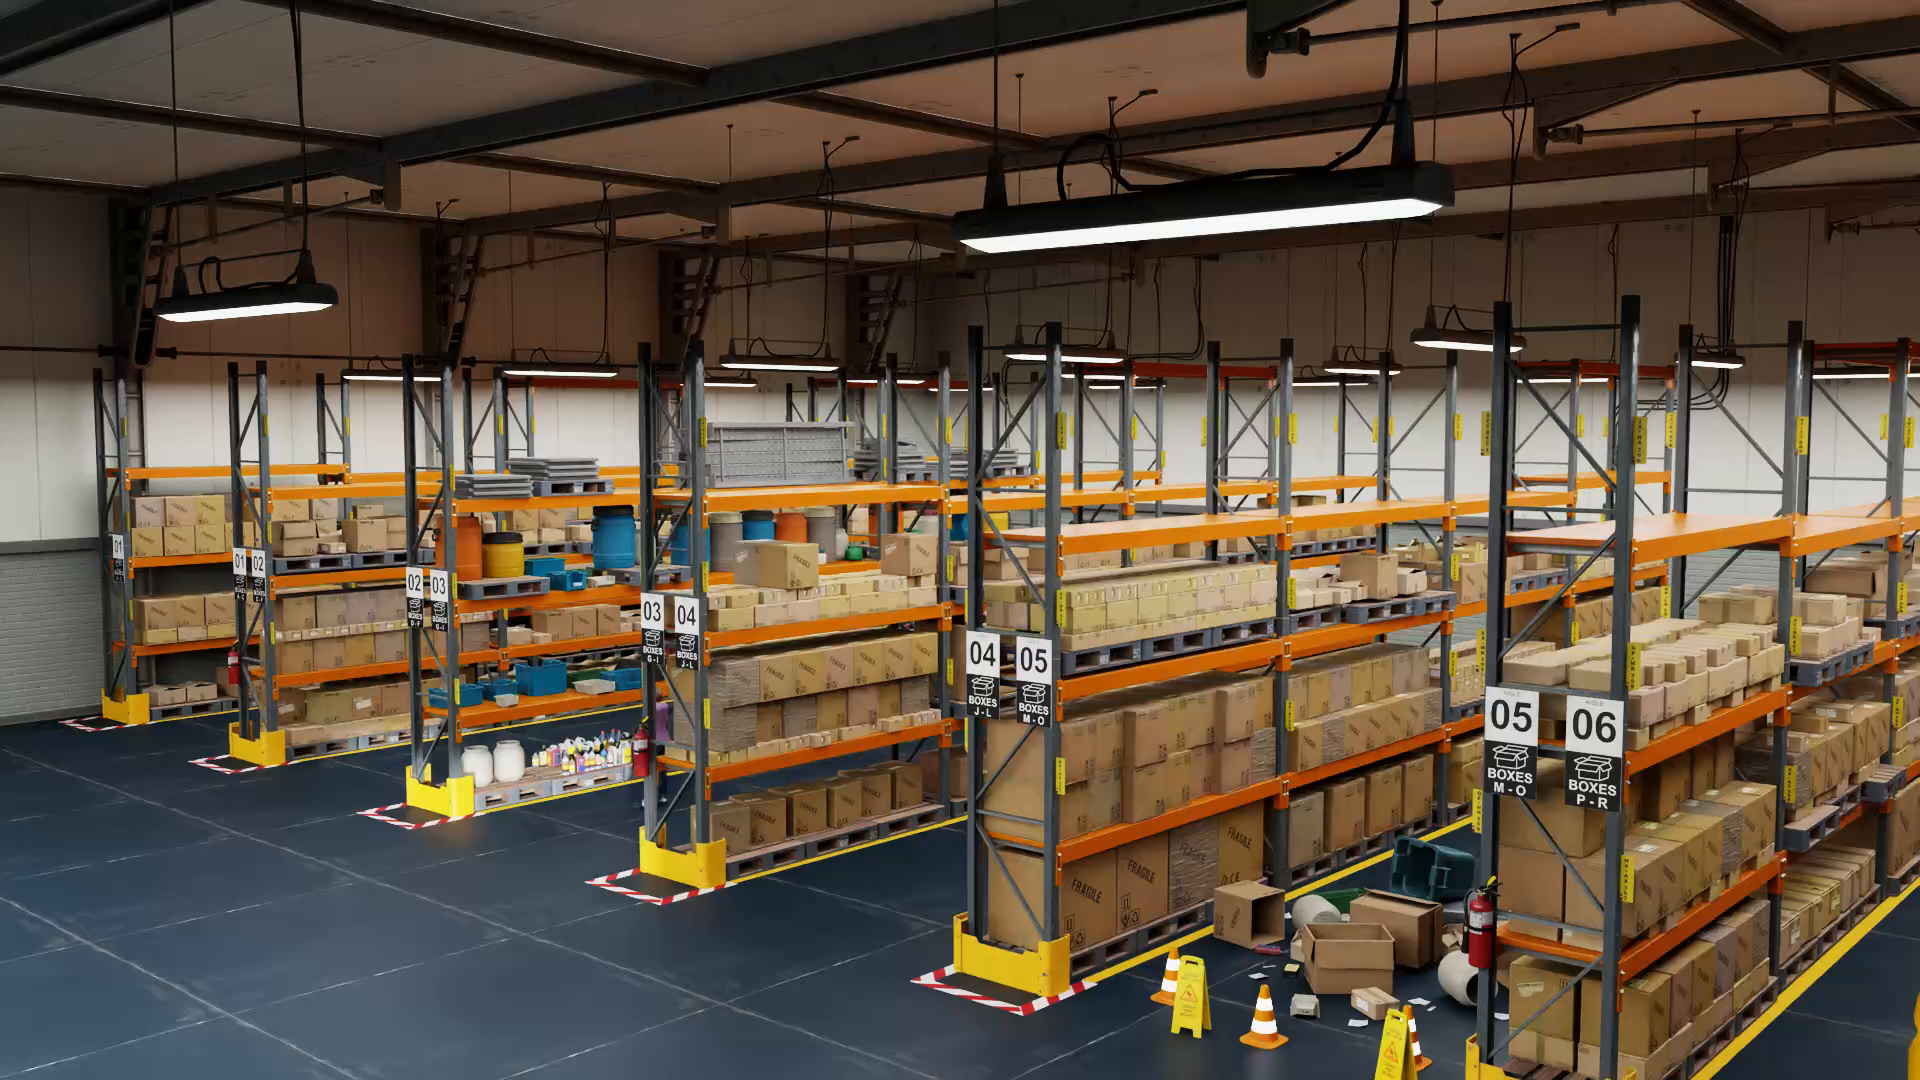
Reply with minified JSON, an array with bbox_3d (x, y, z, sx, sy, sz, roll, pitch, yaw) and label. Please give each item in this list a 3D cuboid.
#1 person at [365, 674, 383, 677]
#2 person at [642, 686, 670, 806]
[{"bbox_3d":[-9.998,2.263,28.369,0.536,1.729,0.328,-3,5,-36],"label":"person"},{"bbox_3d":[-4.059,2.730,22.142,0.389,1.601,0.466,1,4,20],"label":"person"}]
